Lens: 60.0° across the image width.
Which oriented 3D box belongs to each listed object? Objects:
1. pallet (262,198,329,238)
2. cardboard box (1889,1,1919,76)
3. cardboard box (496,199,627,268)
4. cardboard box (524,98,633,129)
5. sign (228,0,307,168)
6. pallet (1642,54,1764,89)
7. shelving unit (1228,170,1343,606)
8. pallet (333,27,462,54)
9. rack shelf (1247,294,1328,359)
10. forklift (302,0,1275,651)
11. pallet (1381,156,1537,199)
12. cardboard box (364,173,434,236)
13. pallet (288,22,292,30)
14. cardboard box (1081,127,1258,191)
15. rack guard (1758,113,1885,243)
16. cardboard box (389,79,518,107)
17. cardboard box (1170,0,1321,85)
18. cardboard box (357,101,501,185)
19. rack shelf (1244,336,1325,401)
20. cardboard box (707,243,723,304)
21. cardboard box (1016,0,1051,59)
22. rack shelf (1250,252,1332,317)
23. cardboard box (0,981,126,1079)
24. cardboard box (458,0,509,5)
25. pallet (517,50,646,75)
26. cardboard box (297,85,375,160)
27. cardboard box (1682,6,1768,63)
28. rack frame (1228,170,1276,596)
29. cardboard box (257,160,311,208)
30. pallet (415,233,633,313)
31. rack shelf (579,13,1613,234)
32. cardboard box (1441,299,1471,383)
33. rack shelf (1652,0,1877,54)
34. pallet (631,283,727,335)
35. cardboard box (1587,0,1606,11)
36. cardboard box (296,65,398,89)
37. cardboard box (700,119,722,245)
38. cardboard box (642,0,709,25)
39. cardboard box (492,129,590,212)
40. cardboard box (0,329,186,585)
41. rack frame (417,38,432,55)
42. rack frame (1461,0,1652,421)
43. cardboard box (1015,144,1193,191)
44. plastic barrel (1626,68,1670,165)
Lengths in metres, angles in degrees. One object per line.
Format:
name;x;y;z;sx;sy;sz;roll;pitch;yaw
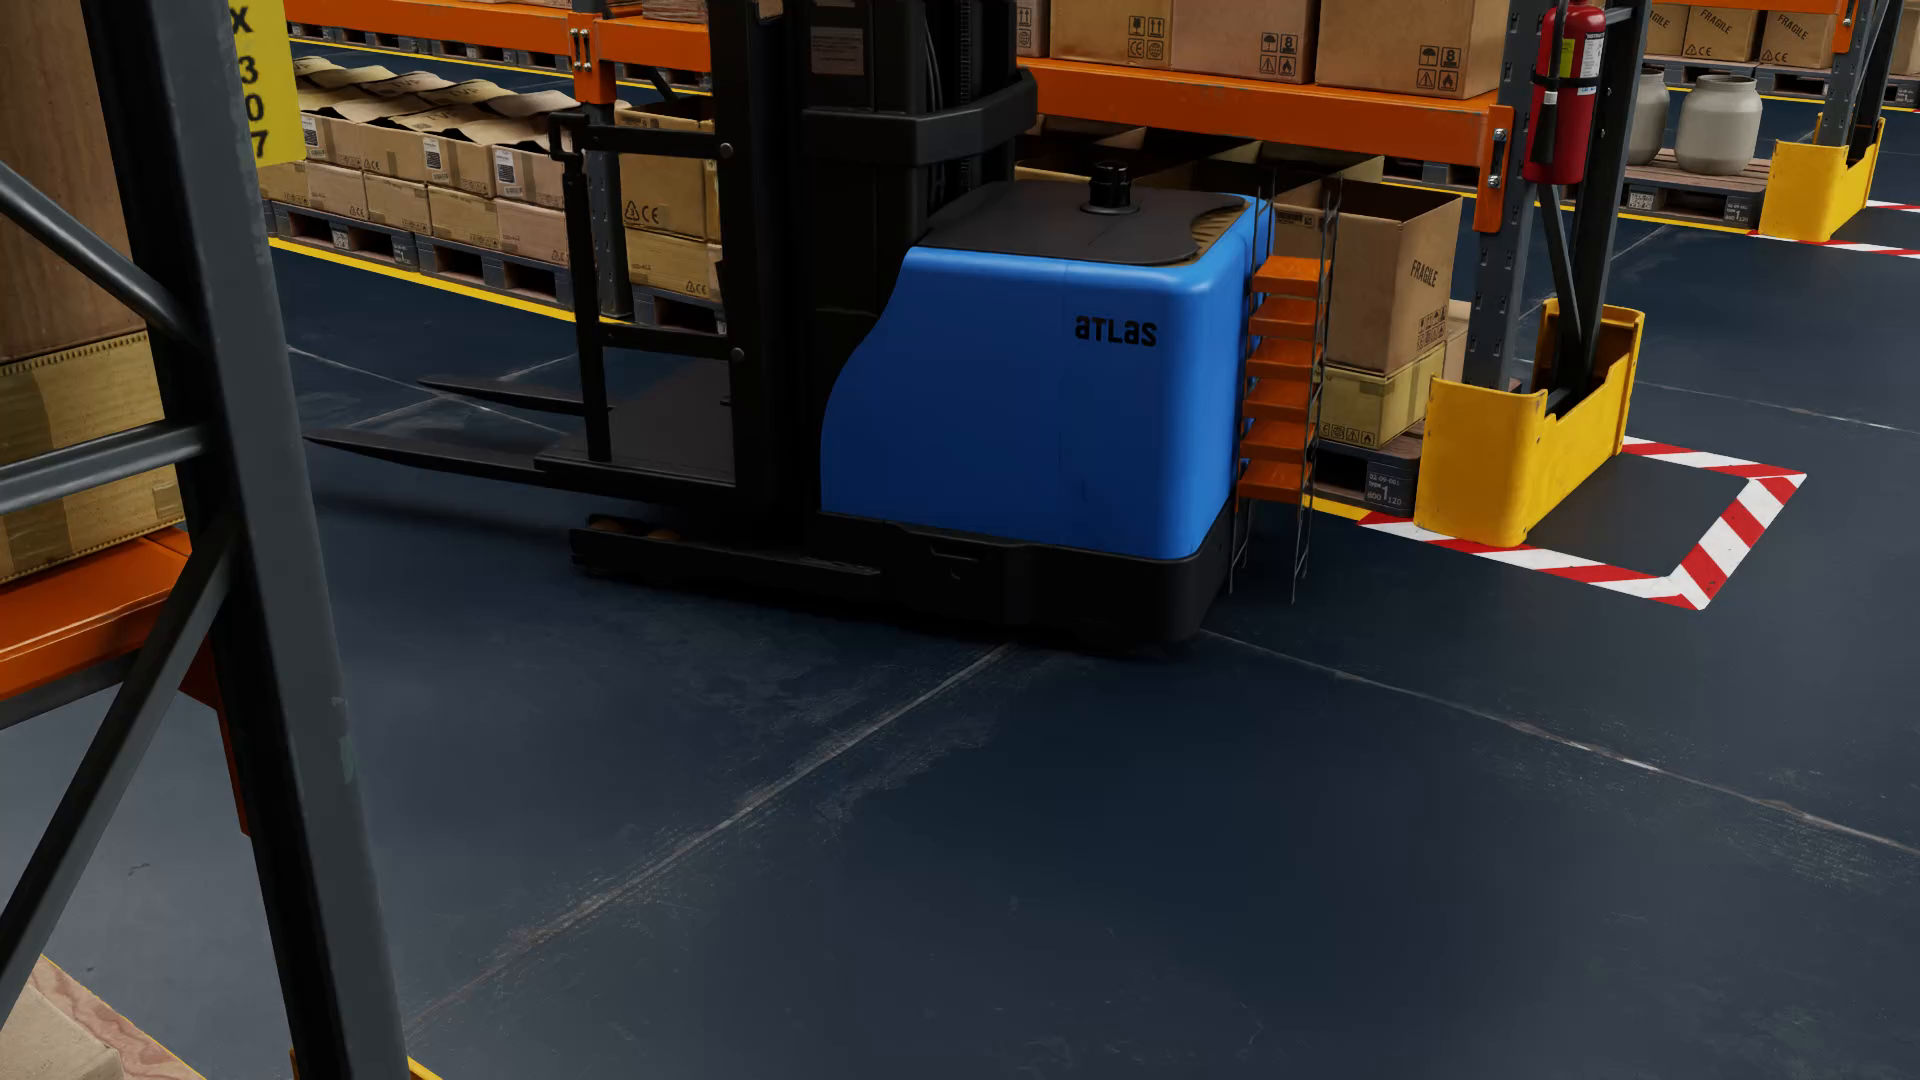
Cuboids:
pallet;-3.859;-2.019;9.571;1.213;0.211;1.003;17;29;33
cardboard box;7.362;-3.972;13.125;0.500;0.500;0.500;-20;31;-38
cardboard box;-1.799;-1.480;7.779;0.500;0.250;0.500;16;29;33
cardboard box;-1.872;-2.033;8.339;0.500;0.311;0.500;16;29;33
sign;-0.735;-0.545;1.692;0.005;0.325;0.100;17;29;33
pallet;6.190;-4.013;14.096;1.213;0.211;1.003;17;29;33
shelving unit;0.915;-0.418;4.709;0.189;1.200;0.258;8;25;19
pallet;-5.333;-4.961;16.247;1.213;0.211;1.003;17;29;33
rack shelf;0.915;-0.596;4.631;0.180;0.103;0.258;8;25;19
forklift;-0.636;-1.395;4.782;3.031;2.935;1.130;8;25;19
pallet;3.173;-2.390;10.413;1.213;0.211;1.003;17;29;33
cardboard box;-2.612;-1.727;8.338;0.500;0.250;0.500;18;29;34
pallet;-7.285;-5.551;17.586;1.213;0.211;1.003;17;29;33
cardboard box;0.803;-1.288;6.412;0.500;0.500;0.500;17;29;33
rack guard;4.792;-2.029;9.235;0.348;0.500;1.175;17;29;33
cardboard box;-2.706;-2.282;8.903;0.500;0.311;0.500;18;29;35
cardboard box;1.118;-1.861;5.629;0.500;0.500;0.700;18;29;35
cardboard box;-2.607;-1.981;8.220;0.500;0.311;0.500;17;29;33
rack shelf;0.915;-0.487;4.679;0.180;0.103;0.258;8;25;19
cardboard box;-0.707;-1.141;7.009;0.500;0.250;0.500;17;29;33
cardboard box;0.301;-2.109;6.192;0.500;0.500;0.700;18;29;35
rack shelf;0.915;-0.706;4.582;0.180;0.103;0.258;8;25;19
cardboard box;-1.560;0.859;2.368;0.500;0.311;0.500;13;27;27
cardboard box;-2.107;-2.632;7.669;0.258;0.266;0.396;16;28;32
pallet;-3.148;-4.301;14.749;1.213;0.211;1.003;17;29;33
cardboard box;-3.419;-2.228;8.780;0.500;0.311;0.500;16;28;32
cardboard box;6.373;-4.263;13.785;0.500;0.500;0.500;20;31;38
rack frame;0.829;-0.430;4.739;0.006;1.200;0.240;8;25;19
cardboard box;-3.429;-1.974;8.900;0.500;0.250;0.500;16;28;32
pallet;-1.906;-1.429;8.232;1.213;0.211;1.003;17;29;33
rack shelf;0.307;-1.727;6.341;4.000;0.370;1.077;17;29;33
cardboard box;1.612;-0.708;6.026;0.500;0.250;0.500;17;29;33
rack shelf;3.281;-3.324;9.967;4.000;0.370;1.077;17;29;33
pallet;-0.682;-1.058;7.389;1.213;0.211;1.003;17;29;33
cardboard box;5.410;-4.538;14.408;0.500;0.500;0.500;-16;28;-31
cardboard box;-3.508;-2.527;9.458;0.500;0.311;0.500;16;29;33
cardboard box;-0.705;-1.485;6.860;0.500;0.500;0.500;17;29;33
cardboard box;-0.935;-2.480;7.035;0.500;0.500;0.700;16;28;32
cardboard box;-1.789;-1.736;7.663;0.500;0.311;0.500;17;29;33
cardboard box;-1.261;-0.134;1.996;0.500;0.250;0.500;16;28;32
rack frame;-4.721;-6.072;15.310;0.127;3.000;1.000;17;29;33
rack frame;1.907;-1.572;5.099;0.127;3.000;1.000;17;29;33
cardboard box;0.491;-1.120;6.032;0.500;0.500;0.500;17;29;33
plastic barrel;3.907;-2.479;9.721;0.421;0.512;0.421;0;24;0
